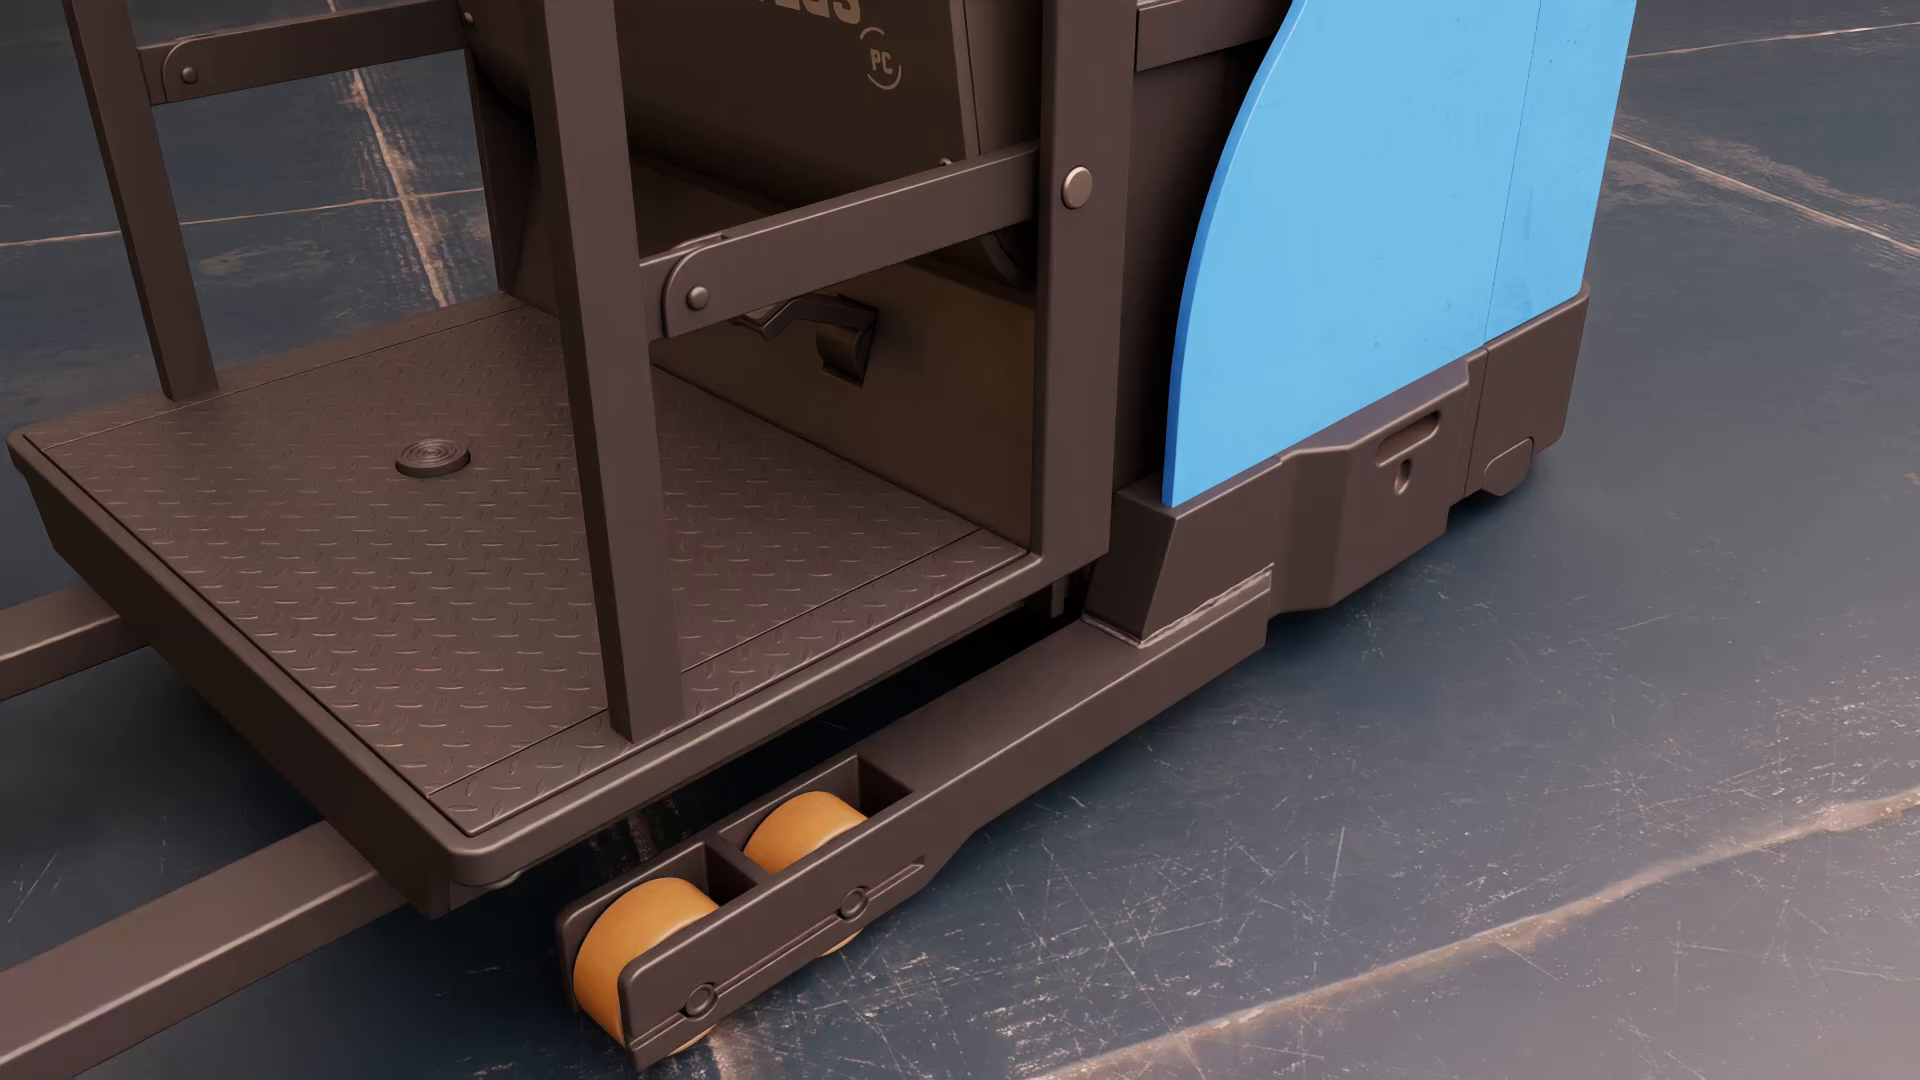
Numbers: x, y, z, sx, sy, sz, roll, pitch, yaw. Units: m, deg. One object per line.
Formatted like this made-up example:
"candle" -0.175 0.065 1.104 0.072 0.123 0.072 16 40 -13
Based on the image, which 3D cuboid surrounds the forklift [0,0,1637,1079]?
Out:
"forklift" -0.435 -1.063 1.405 3.031 2.935 1.130 -26 39 -37
